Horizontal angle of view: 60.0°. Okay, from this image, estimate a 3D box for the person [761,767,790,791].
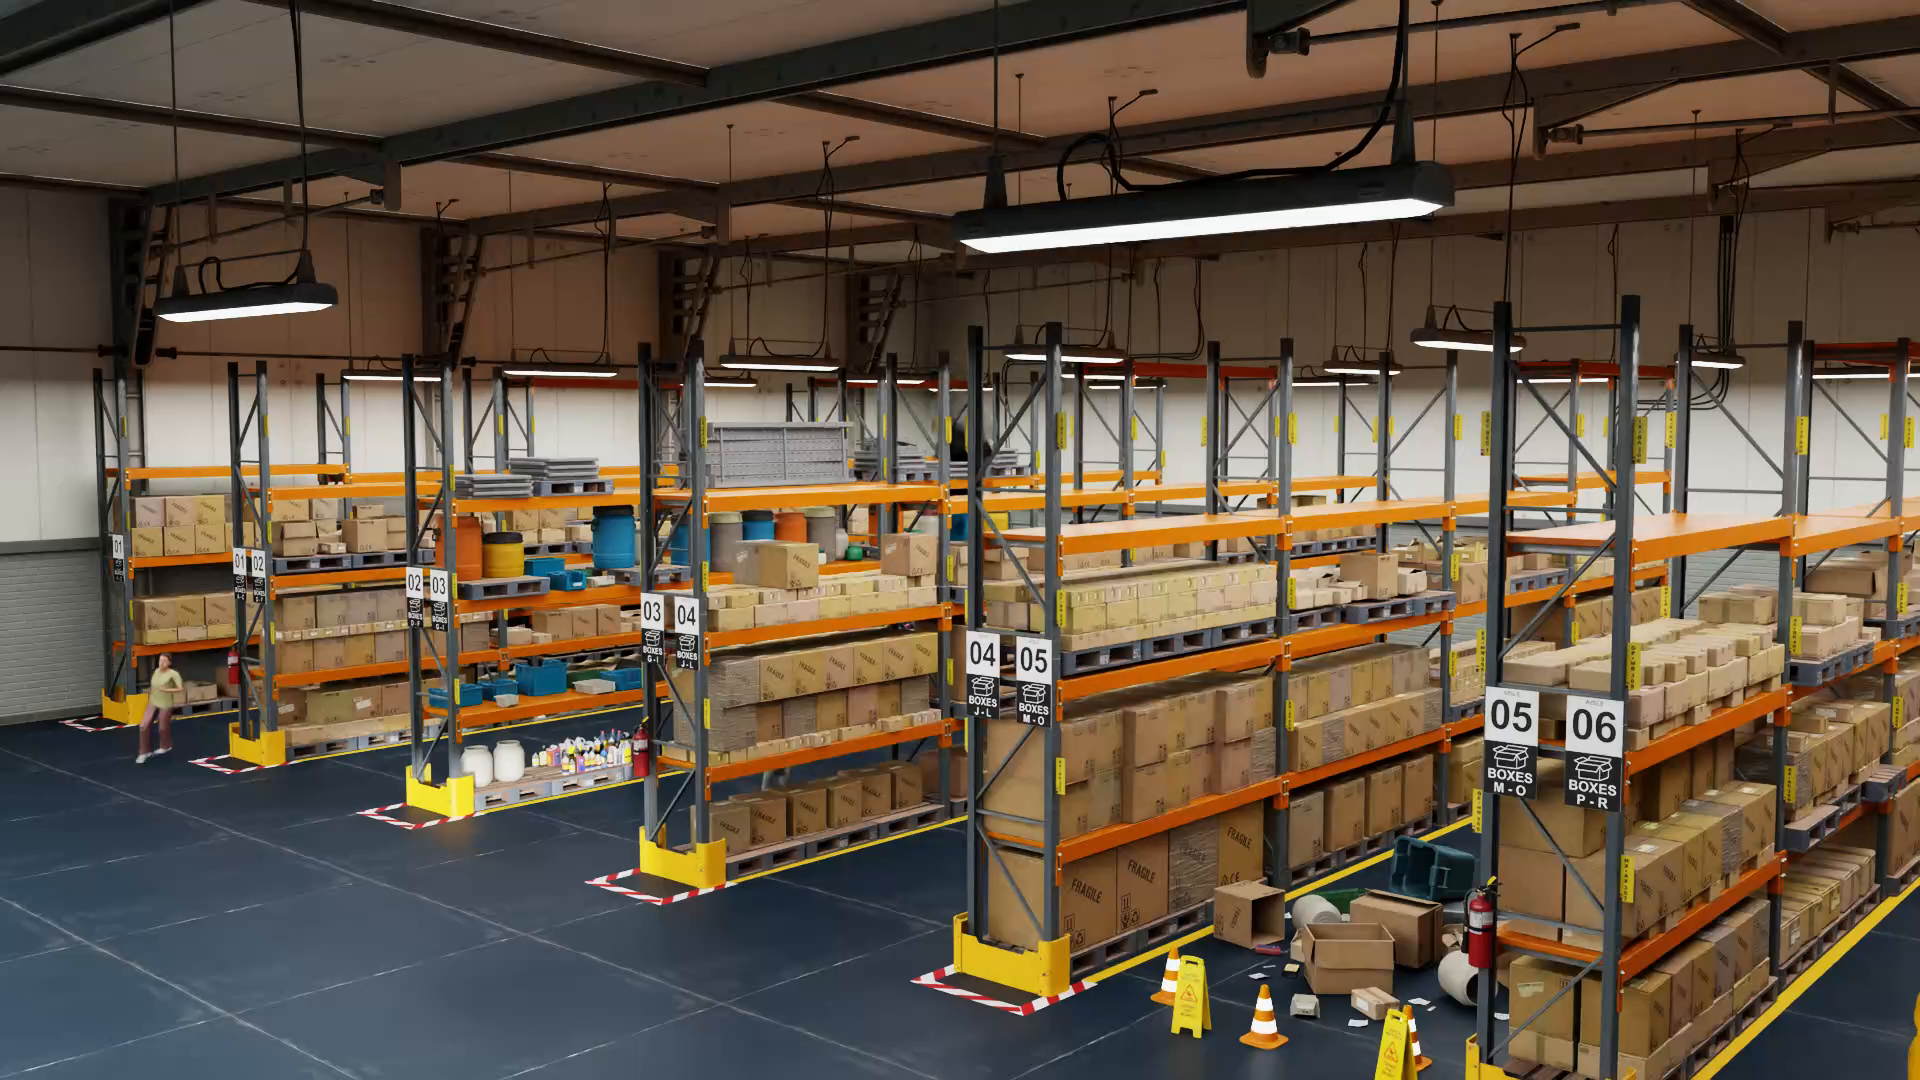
[{"bbox_3d":[-2.506,2.641,22.273,0.663,1.752,0.926,2,5,30],"label":"person"}]

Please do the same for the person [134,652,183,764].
[{"bbox_3d":[-12.008,2.517,25.121,0.674,1.688,0.707,0,4,3],"label":"person"}]
